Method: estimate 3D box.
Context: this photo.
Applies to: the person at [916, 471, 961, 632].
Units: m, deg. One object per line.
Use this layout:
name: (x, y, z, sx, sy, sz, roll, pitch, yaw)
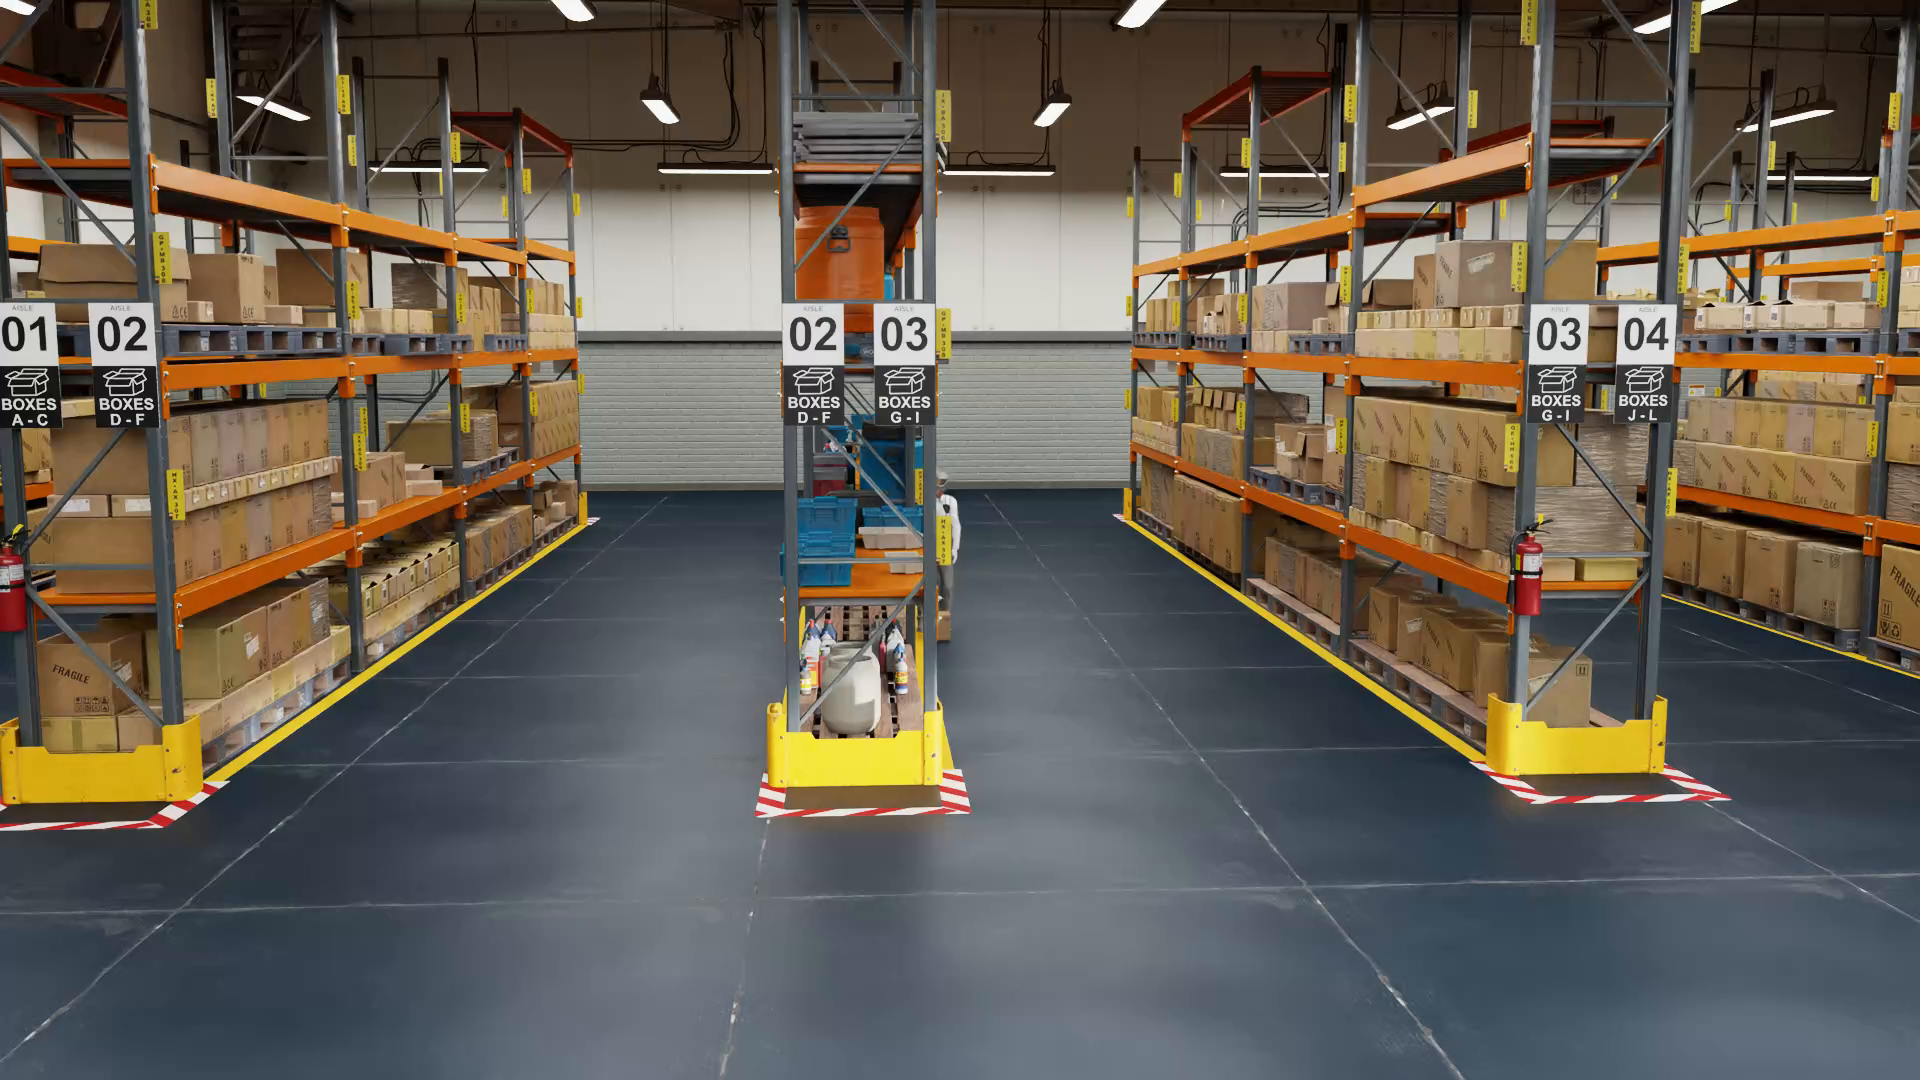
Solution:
person: (-0.235, 0.116, 16.942, 0.492, 1.642, 0.412, 0, 7, -2)
